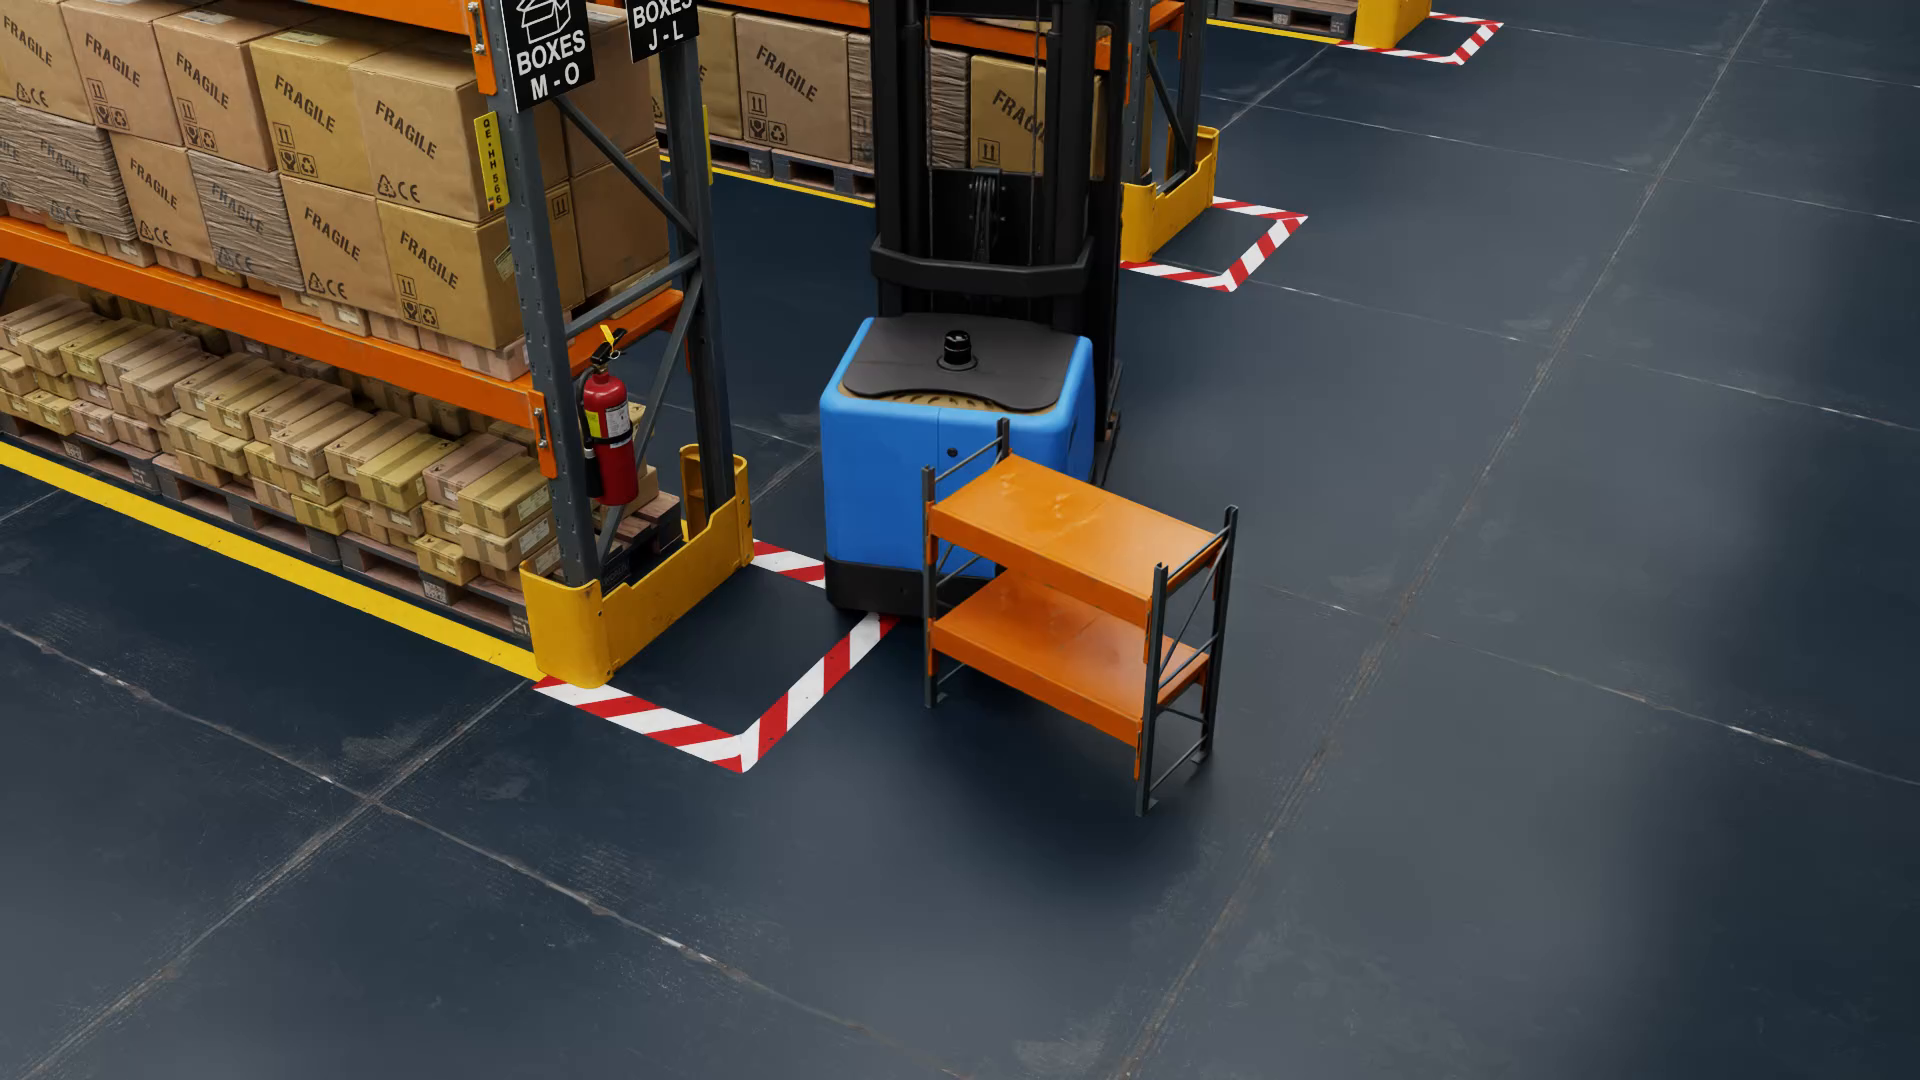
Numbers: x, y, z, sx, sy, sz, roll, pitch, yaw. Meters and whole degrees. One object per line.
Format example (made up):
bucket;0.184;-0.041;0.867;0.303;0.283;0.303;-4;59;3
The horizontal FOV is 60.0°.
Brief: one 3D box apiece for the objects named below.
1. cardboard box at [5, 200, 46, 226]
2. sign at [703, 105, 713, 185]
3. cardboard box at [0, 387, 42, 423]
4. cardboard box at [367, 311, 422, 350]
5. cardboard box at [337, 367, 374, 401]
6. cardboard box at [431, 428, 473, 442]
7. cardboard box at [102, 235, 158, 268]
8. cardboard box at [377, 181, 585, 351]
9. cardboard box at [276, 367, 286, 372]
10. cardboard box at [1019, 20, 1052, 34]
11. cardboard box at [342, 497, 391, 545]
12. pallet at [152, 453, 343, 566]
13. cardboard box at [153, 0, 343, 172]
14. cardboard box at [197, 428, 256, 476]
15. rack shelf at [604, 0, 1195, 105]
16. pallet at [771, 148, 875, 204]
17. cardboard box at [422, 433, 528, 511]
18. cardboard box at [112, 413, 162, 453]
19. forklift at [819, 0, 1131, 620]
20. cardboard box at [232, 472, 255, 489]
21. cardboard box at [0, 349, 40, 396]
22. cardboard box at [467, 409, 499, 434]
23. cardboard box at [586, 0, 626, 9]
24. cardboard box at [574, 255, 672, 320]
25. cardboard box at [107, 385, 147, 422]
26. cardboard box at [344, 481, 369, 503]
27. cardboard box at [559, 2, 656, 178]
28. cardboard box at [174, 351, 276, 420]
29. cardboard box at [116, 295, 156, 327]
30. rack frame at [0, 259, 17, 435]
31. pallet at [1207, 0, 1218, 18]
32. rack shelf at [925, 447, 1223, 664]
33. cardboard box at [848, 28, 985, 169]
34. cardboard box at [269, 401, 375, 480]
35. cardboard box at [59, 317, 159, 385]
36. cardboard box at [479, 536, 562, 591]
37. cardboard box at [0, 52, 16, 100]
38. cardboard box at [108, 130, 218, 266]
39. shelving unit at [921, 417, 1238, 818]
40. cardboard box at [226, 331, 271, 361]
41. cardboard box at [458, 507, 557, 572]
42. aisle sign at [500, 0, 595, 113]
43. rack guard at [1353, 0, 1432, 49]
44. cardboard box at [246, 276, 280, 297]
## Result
cardboard box;-4.163;-1.607;7.683;0.250;0.149;0.380;16;37;22
sign;-1.024;-1.551;6.592;0.005;0.325;0.100;18;37;24
cardboard box;-4.609;-0.763;8.383;0.250;0.149;0.380;16;37;22
cardboard box;-2.139;-0.927;6.663;0.250;0.149;0.380;17;37;24
cardboard box;-2.732;-0.826;7.940;0.250;0.149;0.380;18;38;25
cardboard box;-2.255;-0.559;7.809;0.250;0.149;0.380;19;38;26
cardboard box;-3.515;-1.351;7.299;0.250;0.149;0.380;19;38;26
cardboard box;-1.811;-1.095;6.329;0.500;0.500;0.500;18;38;25
cardboard box;-3.229;-0.814;8.191;0.250;0.149;0.380;16;37;22
cardboard box;0.557;-3.194;10.068;0.250;0.149;0.380;18;38;25
cardboard box;-2.534;-0.160;7.477;0.250;0.149;0.380;18;38;25
pallet;-3.102;-0.367;8.110;1.213;0.211;1.003;18;37;24
cardboard box;-2.709;-1.796;6.479;0.500;0.500;0.500;20;38;27
cardboard box;-3.267;-0.470;7.674;0.250;0.149;0.380;18;38;25
rack shelf;-0.480;-3.539;11.008;4.000;0.370;1.077;18;37;24
pallet;-0.532;-2.646;11.534;1.213;0.211;1.003;18;37;24
cardboard box;-2.068;-0.286;7.130;0.250;0.149;0.380;18;38;25
cardboard box;-3.891;-0.601;8.139;0.250;0.149;0.380;17;37;23
forklift;0.212;-1.641;7.570;1.130;2.935;3.031;6;34;9
cardboard box;-3.196;-0.391;7.824;0.250;0.149;0.380;19;38;26
cardboard box;-4.610;-0.888;8.302;0.250;0.149;0.380;19;38;26
cardboard box;-2.033;-0.622;7.634;0.250;0.149;0.380;17;37;24
cardboard box;-2.782;-3.846;12.357;0.875;0.875;1.225;18;38;25
cardboard box;-1.411;-1.072;6.880;0.250;0.149;0.380;17;37;24
cardboard box;-3.883;-0.736;8.075;0.250;0.149;0.380;16;37;22
cardboard box;-2.527;-0.315;7.442;0.250;0.149;0.380;17;37;24
cardboard box;-1.551;-1.763;6.430;0.500;0.500;0.500;17;37;24
cardboard box;-3.420;-0.716;7.775;0.250;0.149;0.380;16;37;22
cardboard box;-4.086;-1.242;8.565;0.250;0.149;0.380;18;38;25
rack frame;-4.766;-2.030;8.092;0.127;3.000;1.000;18;37;24
pallet;1.962;-5.093;15.208;1.213;0.211;1.003;18;37;24
rack shelf;0.423;0.035;6.154;1.000;0.278;0.538;24;40;31
cardboard box;-0.129;-2.967;11.037;0.875;0.875;0.875;18;37;24
cardboard box;-2.810;-0.445;7.368;0.250;0.149;0.380;19;38;26
cardboard box;-4.116;-0.921;8.083;0.250;0.149;0.380;17;37;24
cardboard box;-1.853;0.038;7.180;0.250;0.149;0.380;18;38;25
cardboard box;-4.037;-2.235;7.139;0.500;0.500;0.500;16;37;23
cardboard box;-3.128;-1.516;6.962;0.500;0.500;0.500;20;38;27
shelving unit;0.423;0.279;6.317;1.048;1.125;0.538;24;40;31
cardboard box;-3.399;-1.038;8.259;0.250;0.149;0.380;16;37;22
cardboard box;-1.893;-0.050;7.043;0.250;0.149;0.380;17;37;23
aisle sign;-1.378;-1.847;5.472;0.004;0.787;0.394;18;37;24
rack guard;3.741;-4.632;14.254;0.348;0.500;1.175;18;37;24
cardboard box;-2.791;-1.176;7.036;0.250;0.149;0.380;16;37;22
